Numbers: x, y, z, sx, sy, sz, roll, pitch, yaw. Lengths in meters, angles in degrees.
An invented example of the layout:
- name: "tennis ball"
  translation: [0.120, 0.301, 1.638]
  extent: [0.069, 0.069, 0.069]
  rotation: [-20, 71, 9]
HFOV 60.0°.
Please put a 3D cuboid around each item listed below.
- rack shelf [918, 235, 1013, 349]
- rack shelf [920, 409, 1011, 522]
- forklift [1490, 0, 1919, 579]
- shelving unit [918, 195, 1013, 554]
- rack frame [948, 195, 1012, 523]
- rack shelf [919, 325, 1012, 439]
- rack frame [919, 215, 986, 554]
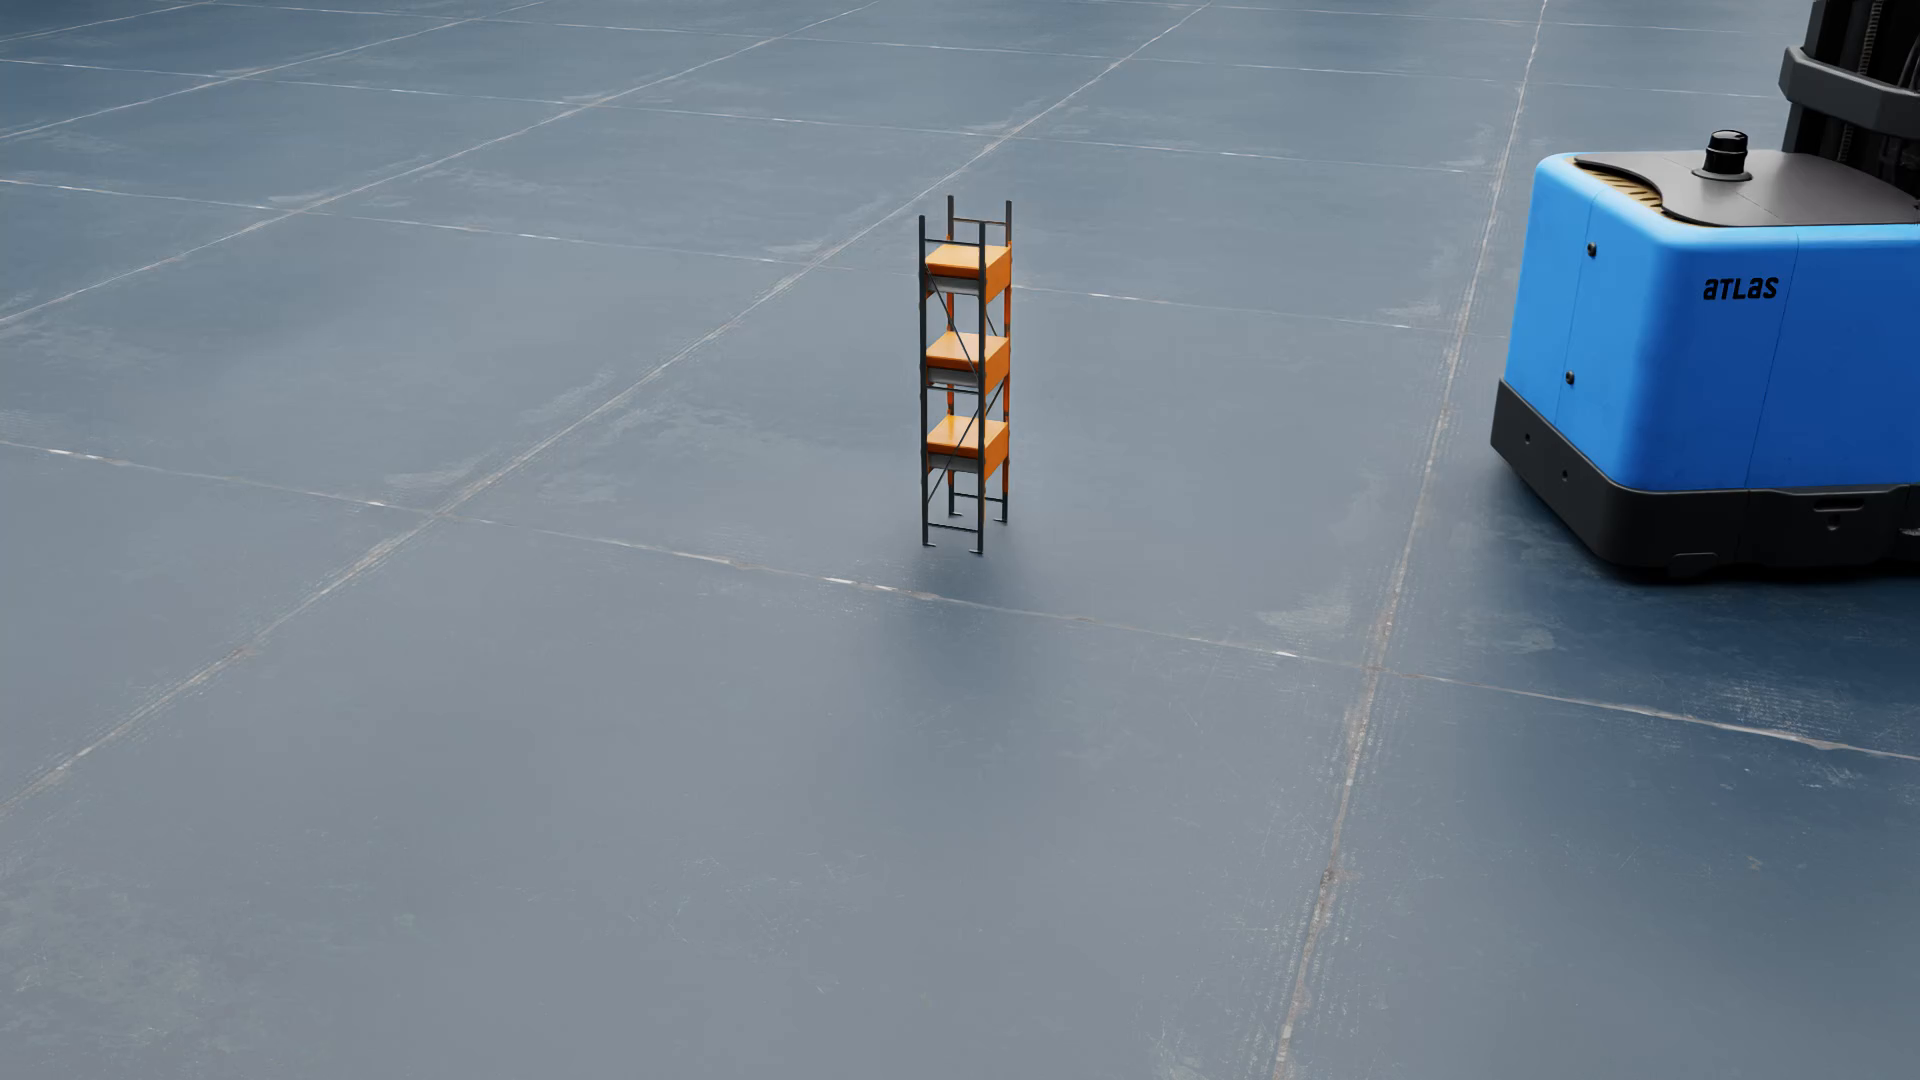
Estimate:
- name: "rack shelf"
  translation: [0.018, -0.740, 4.948]
  extent: [0.215, 0.259, 0.240]
  rotation: [9, 27, 17]
- name: "rack shelf"
  translation: [0.018, -0.235, 5.192]
  extent: [0.215, 0.259, 0.240]
  rotation: [9, 27, 17]
- name: "forklift"
  translation: [3.384, -1.450, 4.881]
  extent: [3.031, 2.935, 1.130]
  rotation: [-2, 26, -4]
- name: "shelving unit"
  translation: [0.018, -0.495, 5.067]
  extent: [0.215, 1.050, 0.252]
  rotation: [9, 27, 17]
- name: "rack frame"
  translation: [0.058, -0.545, 5.170]
  extent: [0.200, 1.050, 0.008]
  rotation: [9, 27, 17]
- name: "rack shelf"
  translation: [0.018, -0.485, 5.071]
  extent: [0.215, 0.259, 0.240]
  rotation: [9, 27, 17]
- name: "rack frame"
  translation: [-0.023, -0.444, 4.963]
  extent: [0.200, 1.050, 0.008]
  rotation: [9, 27, 17]
